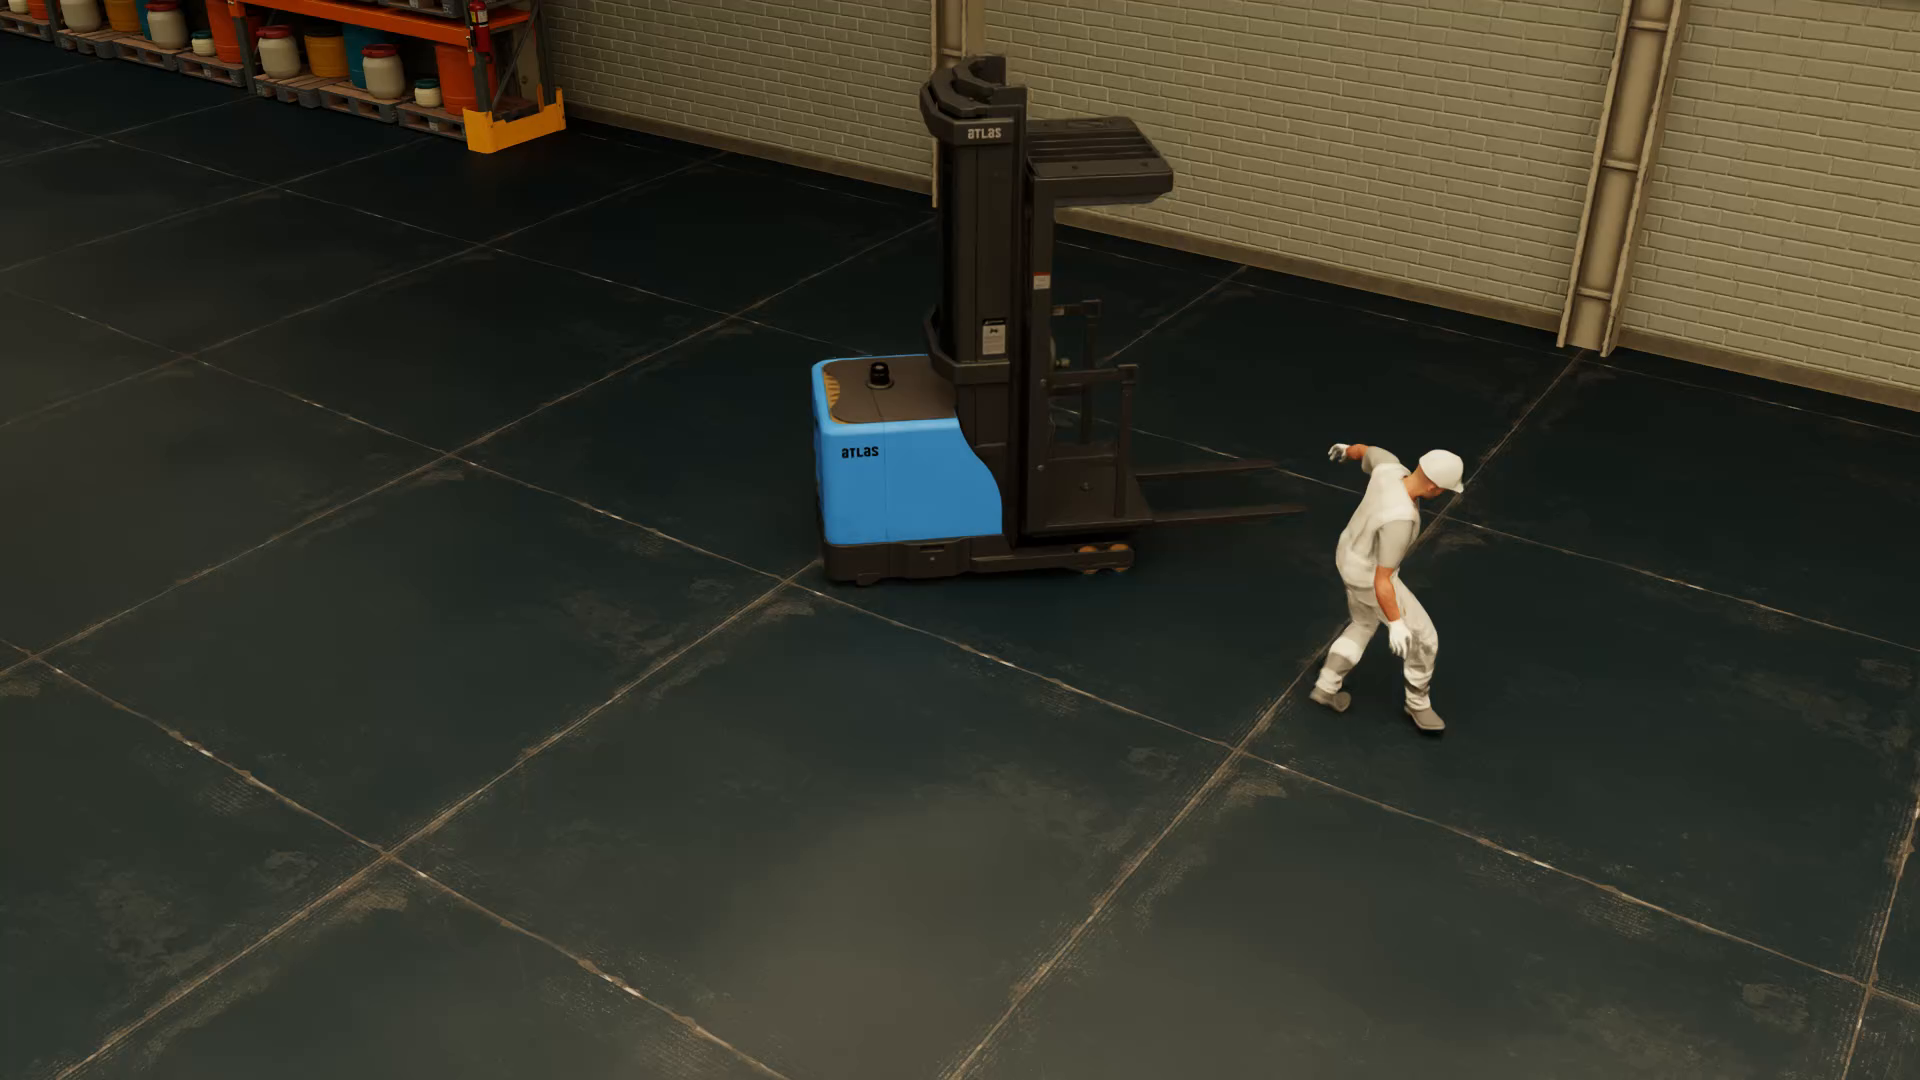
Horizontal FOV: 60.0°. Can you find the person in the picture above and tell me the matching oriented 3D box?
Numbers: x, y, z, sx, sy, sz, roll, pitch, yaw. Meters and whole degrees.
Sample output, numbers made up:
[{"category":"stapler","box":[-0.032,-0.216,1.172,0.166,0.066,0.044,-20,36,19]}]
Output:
[{"category":"person","box":[2.213,0.140,8.701,0.691,1.582,1.224,1,30,3]}]

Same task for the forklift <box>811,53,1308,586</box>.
[{"category":"forklift","box":[0.626,-1.322,9.858,3.031,2.935,1.130,-4,30,-7]}]
